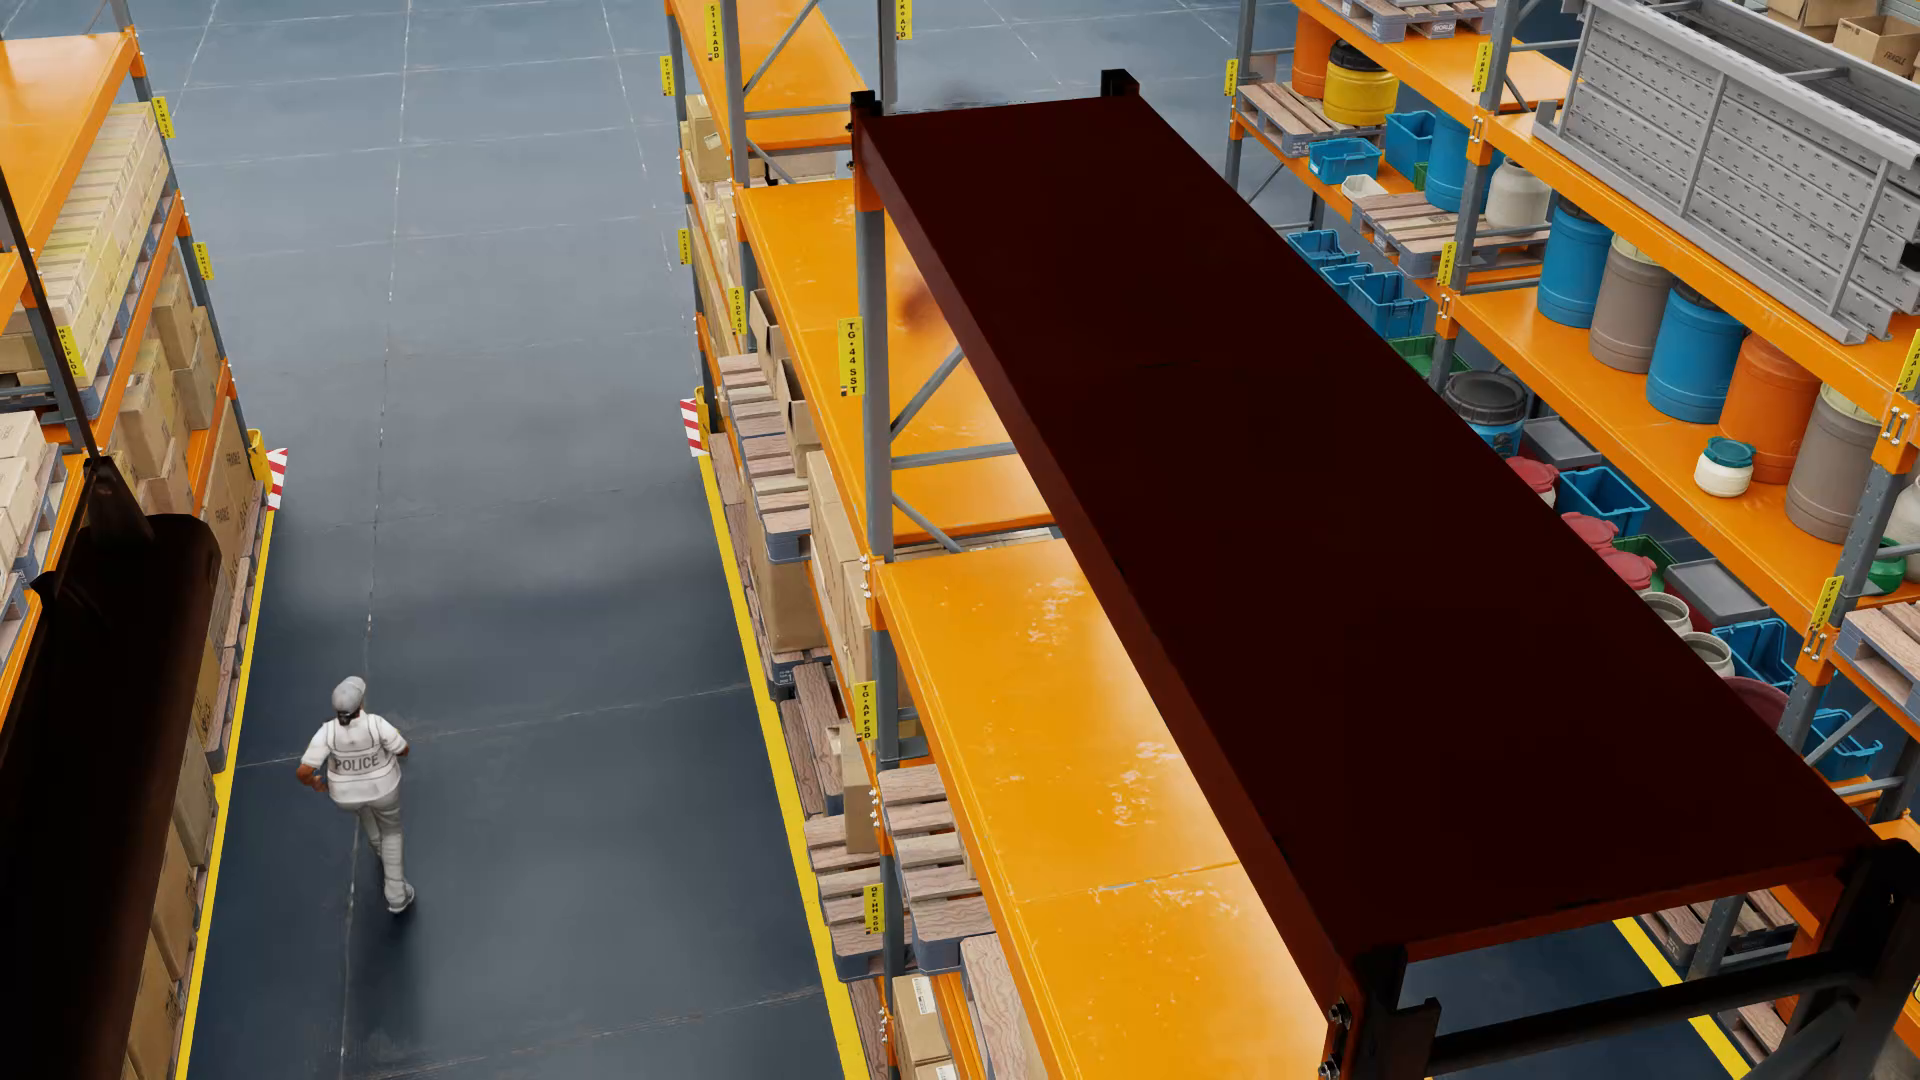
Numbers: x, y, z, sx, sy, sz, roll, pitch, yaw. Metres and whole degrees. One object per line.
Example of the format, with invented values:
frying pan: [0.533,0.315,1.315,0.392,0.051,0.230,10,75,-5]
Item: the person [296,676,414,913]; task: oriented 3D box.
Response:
person: [-3.701,1.567,10.378,0.608,1.705,0.802,-4,35,-6]
